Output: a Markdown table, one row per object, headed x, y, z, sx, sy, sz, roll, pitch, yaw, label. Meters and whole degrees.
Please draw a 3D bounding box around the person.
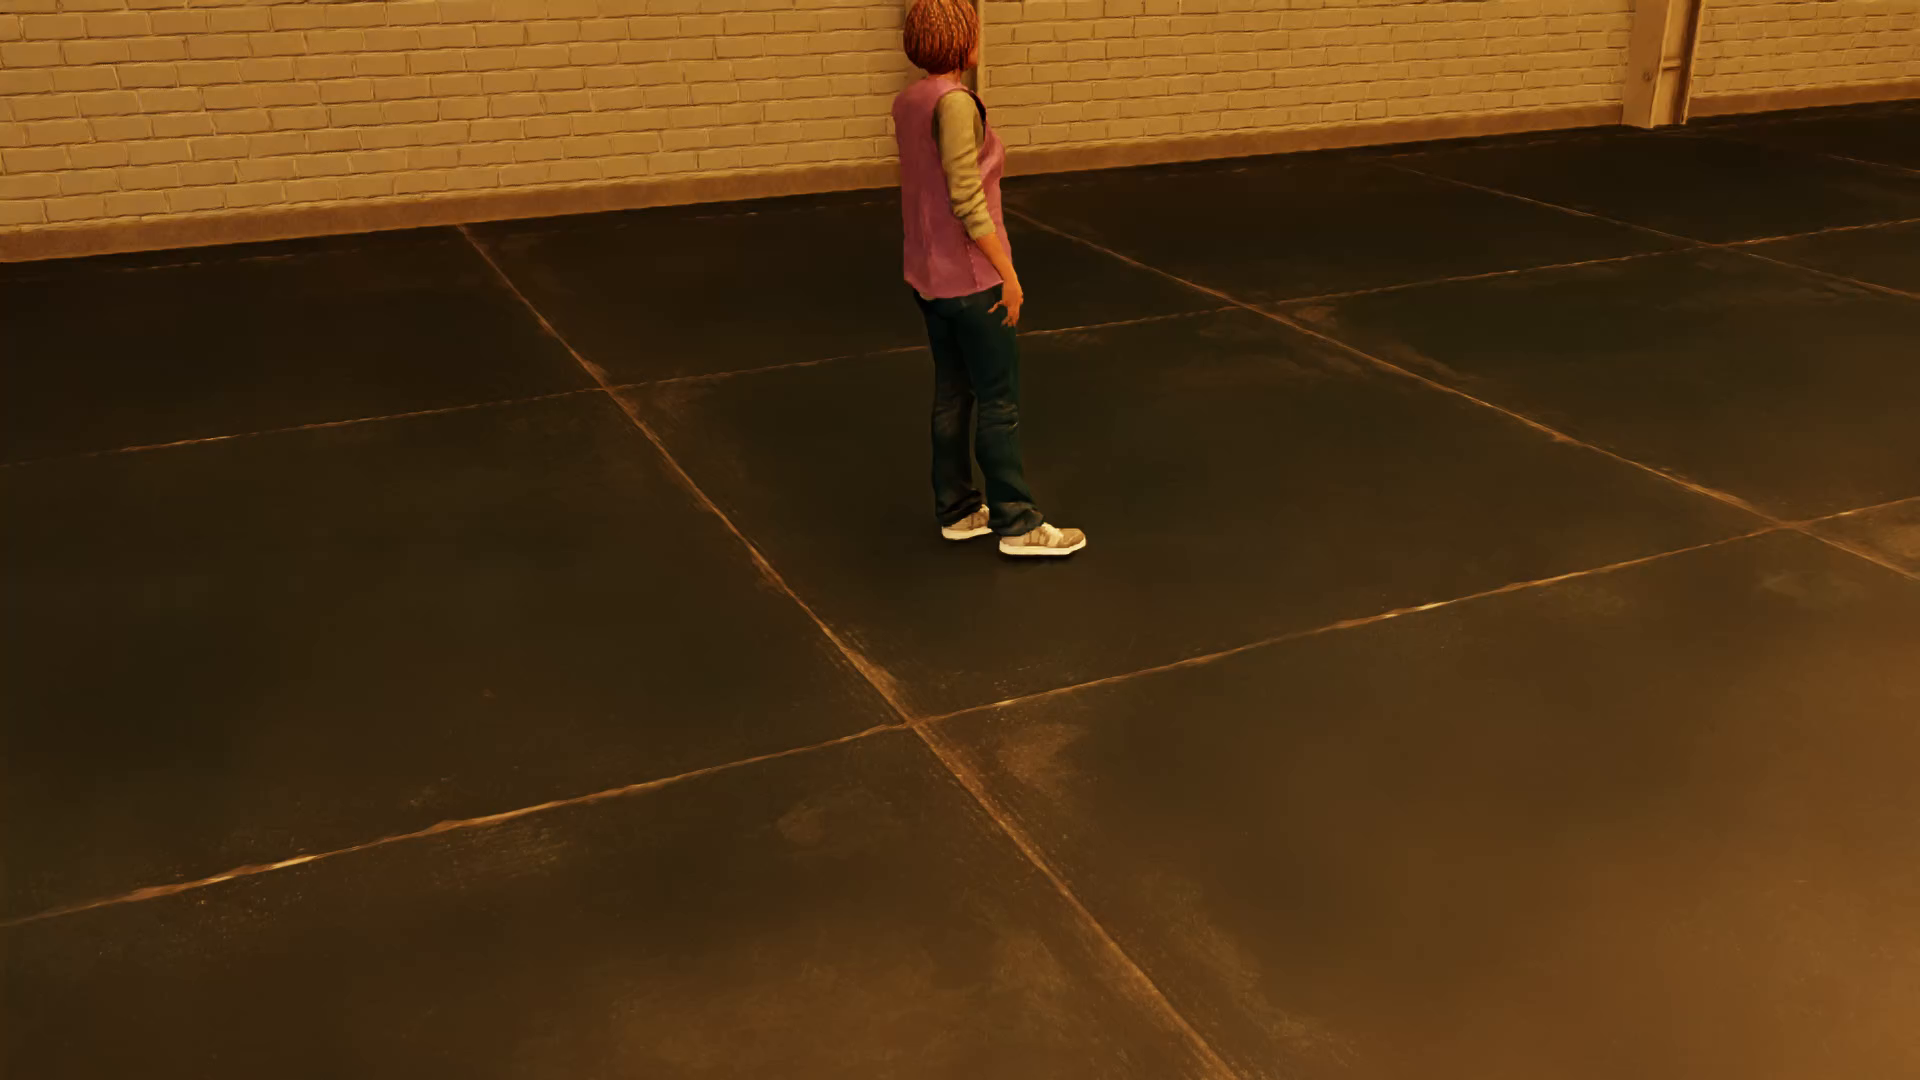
| x | y | z | sx | sy | sz | roll | pitch | yaw | label |
| --- | --- | --- | --- | --- | --- | --- | --- | --- | --- |
| 0.073 | -0.751 | 4.815 | 0.474 | 1.597 | 0.520 | -10 | 25 | -23 | person |
